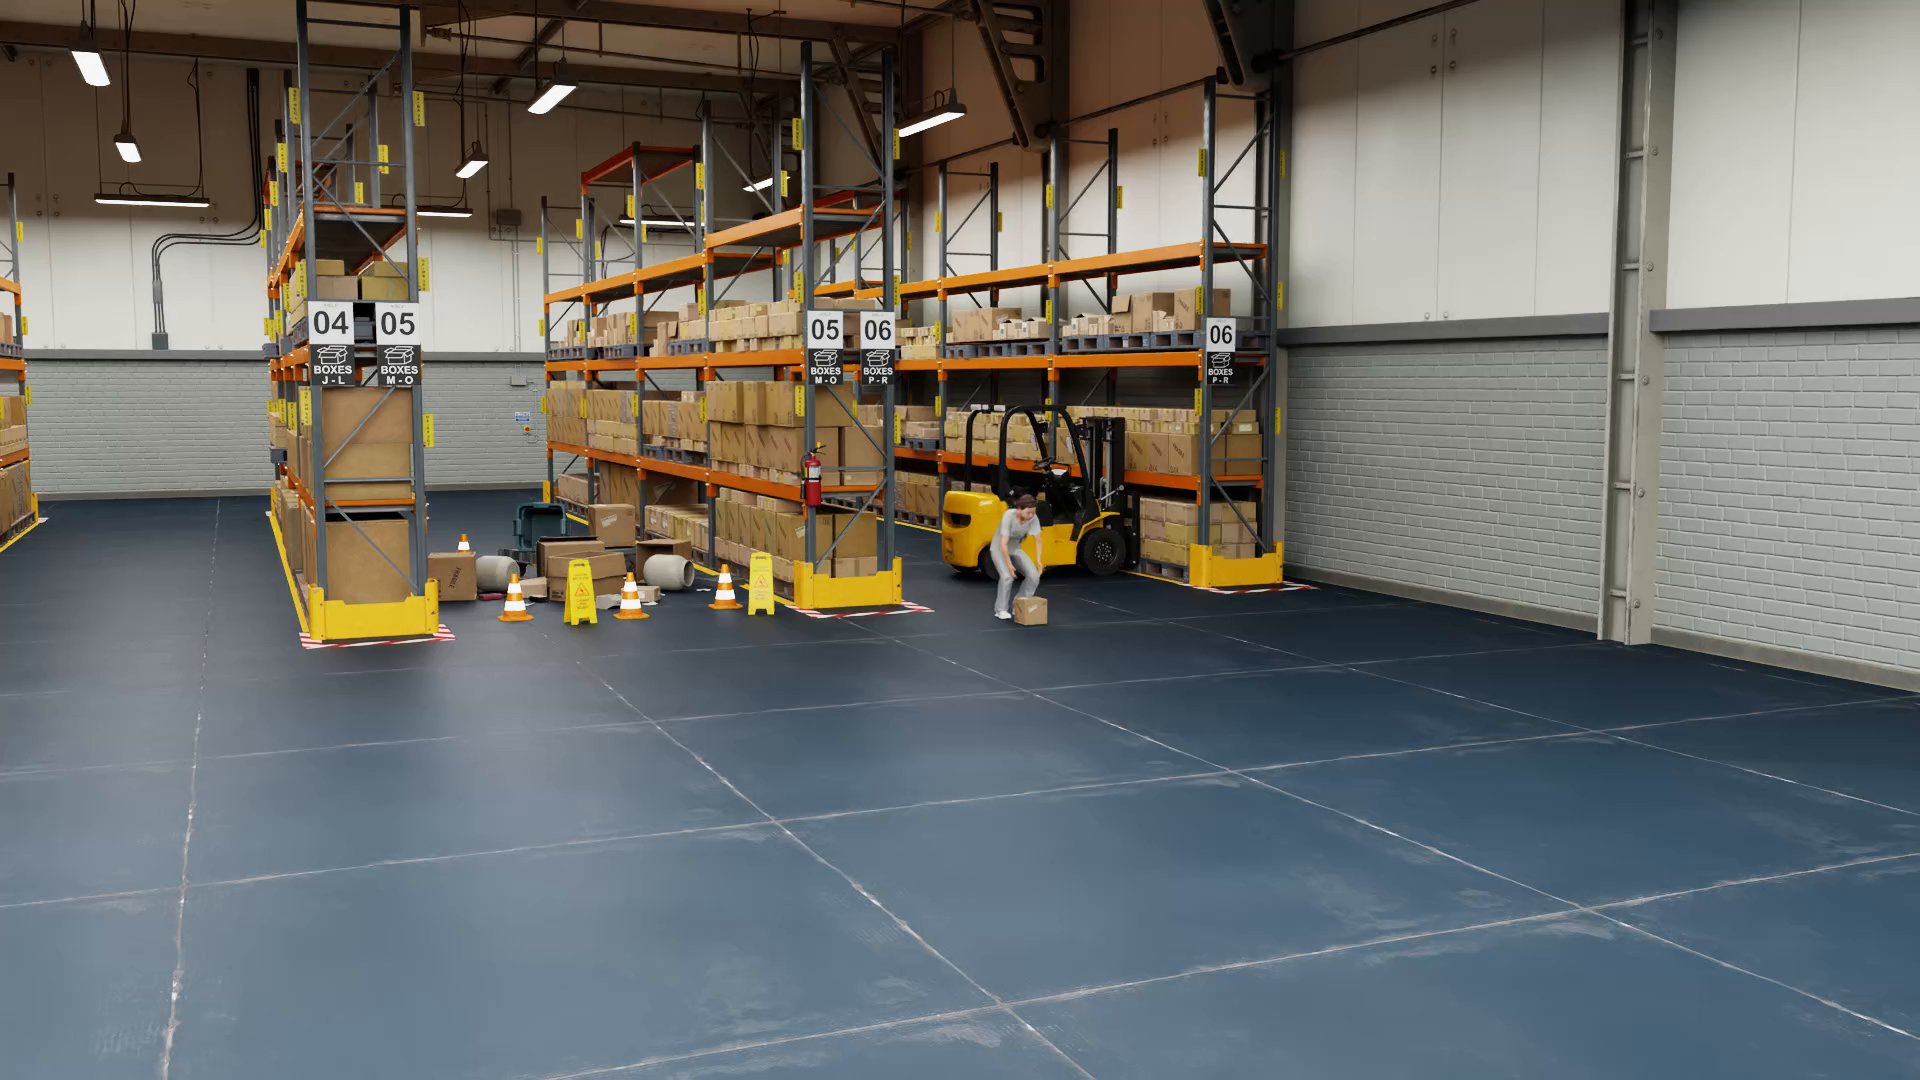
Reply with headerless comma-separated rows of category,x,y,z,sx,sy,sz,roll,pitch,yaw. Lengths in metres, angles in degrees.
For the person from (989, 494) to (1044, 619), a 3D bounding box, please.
person,0.597,0.160,17.265,0.490,1.304,0.682,-2,6,-24
